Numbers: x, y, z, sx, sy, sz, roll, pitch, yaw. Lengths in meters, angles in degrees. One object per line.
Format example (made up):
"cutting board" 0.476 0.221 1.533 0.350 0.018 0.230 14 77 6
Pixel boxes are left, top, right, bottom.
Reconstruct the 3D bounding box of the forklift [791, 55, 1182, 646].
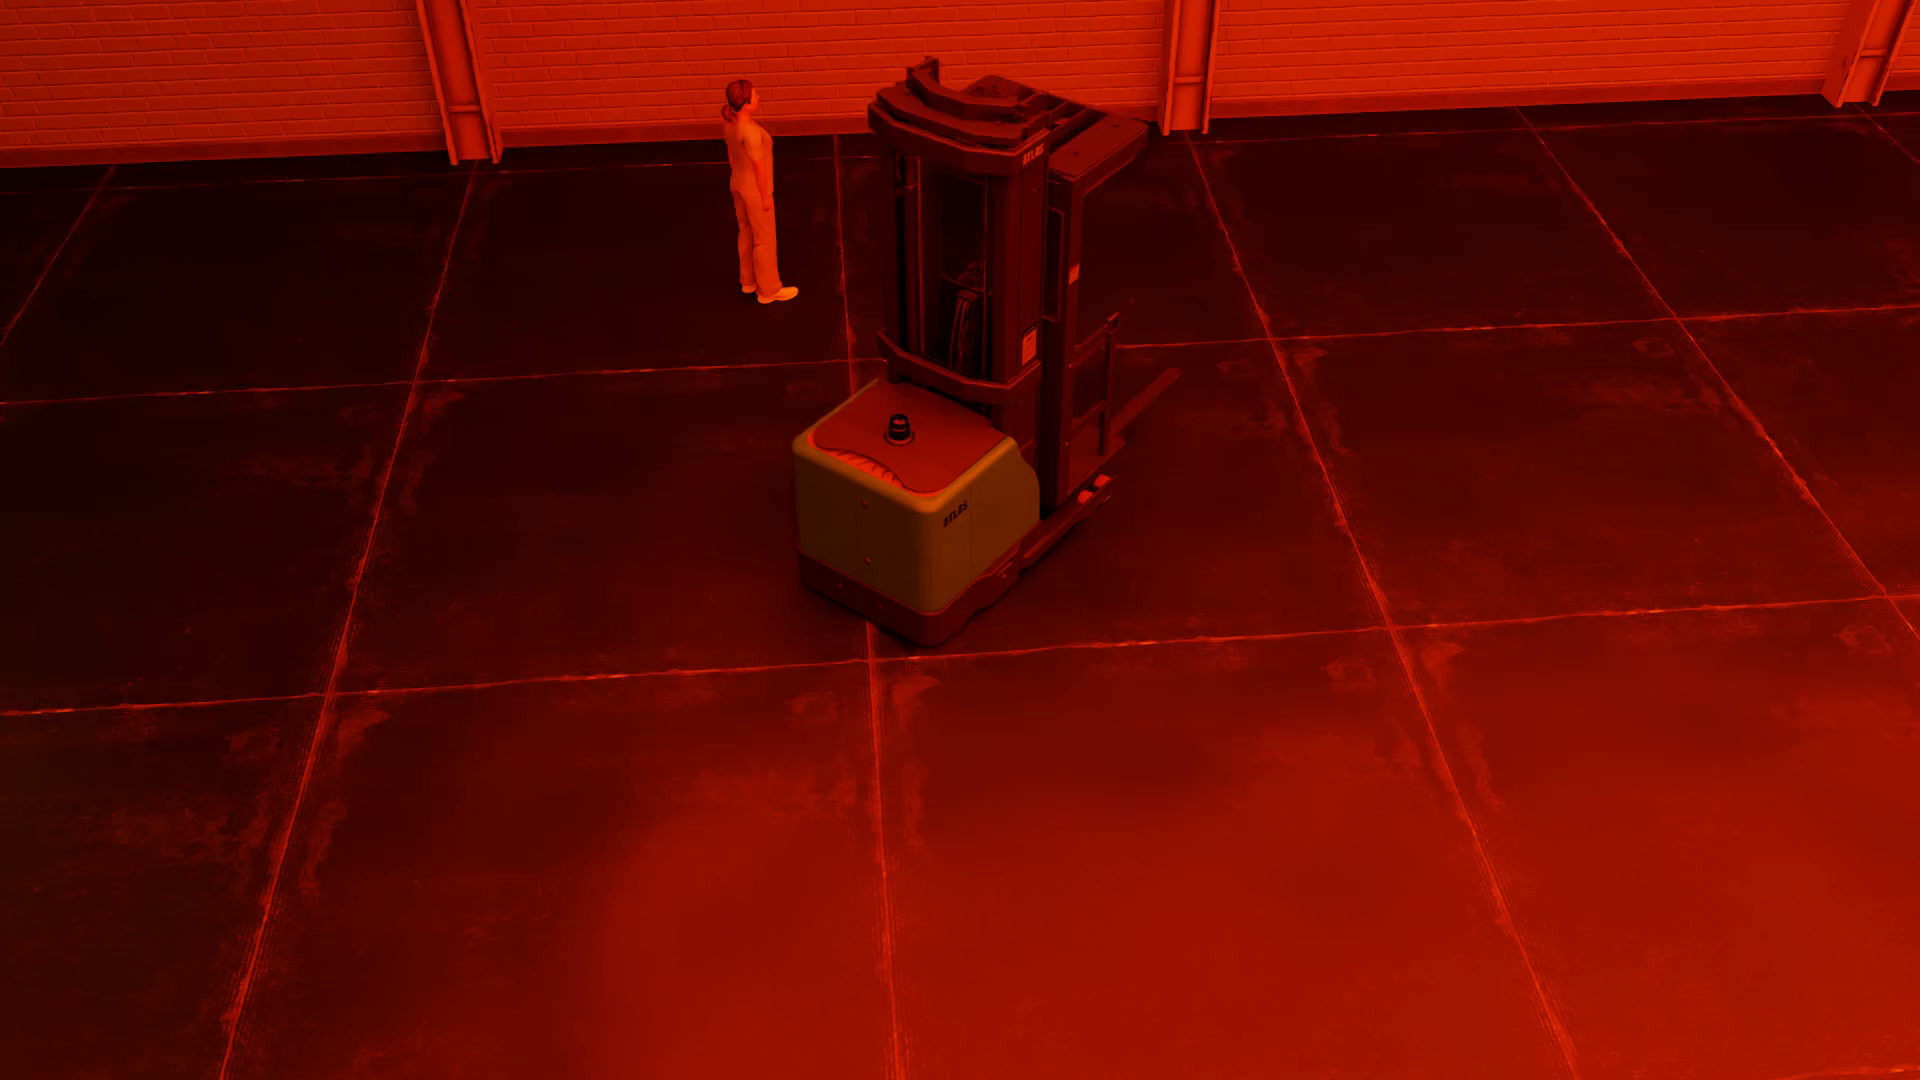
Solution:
"forklift" 0.327 -1.428 9.607 1.130 2.935 3.031 26 47 27

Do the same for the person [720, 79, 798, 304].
"person" -1.463 -2.482 11.810 0.379 1.671 0.436 -26 47 -27
